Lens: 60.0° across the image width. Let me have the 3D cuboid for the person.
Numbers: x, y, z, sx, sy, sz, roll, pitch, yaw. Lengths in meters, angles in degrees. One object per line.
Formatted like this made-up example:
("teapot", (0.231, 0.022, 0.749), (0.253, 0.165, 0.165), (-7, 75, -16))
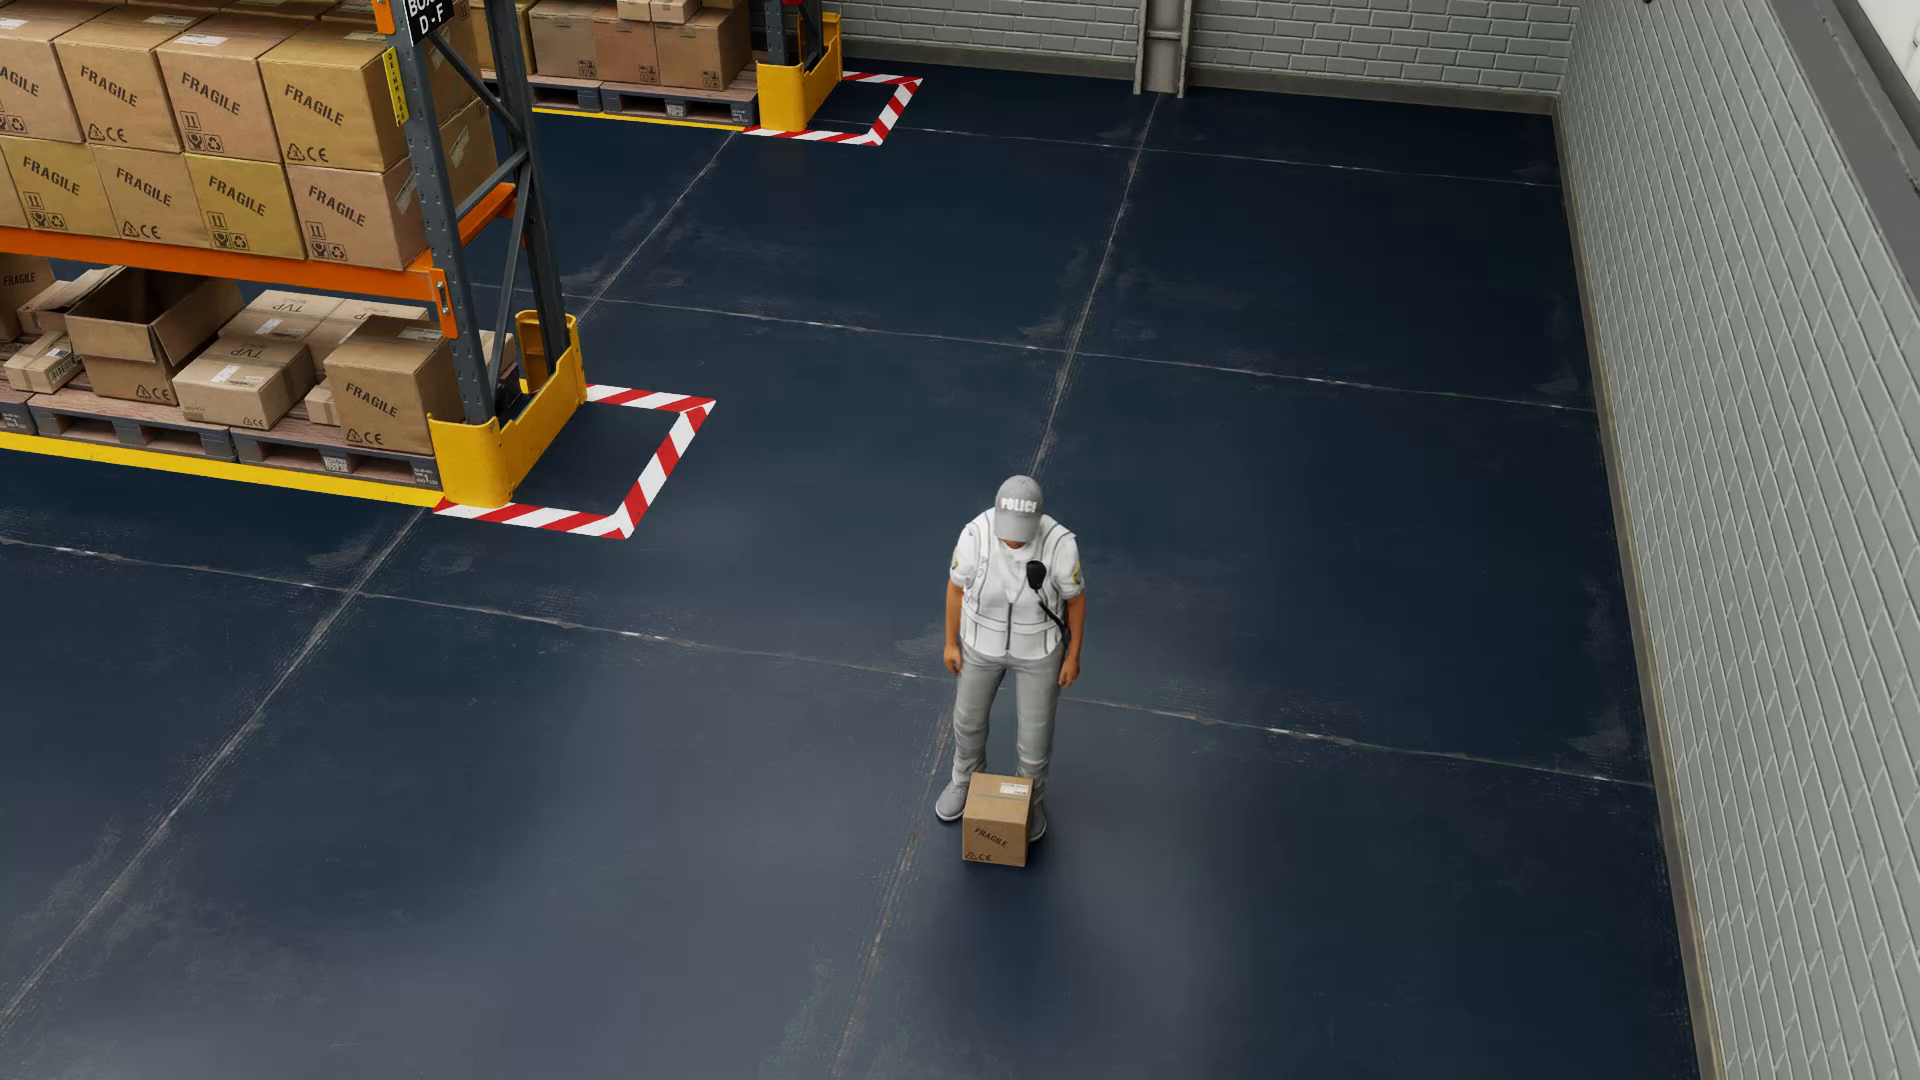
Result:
("person", (0.190, 0.423, 6.392), (0.558, 1.667, 0.467), (6, 37, 8))
